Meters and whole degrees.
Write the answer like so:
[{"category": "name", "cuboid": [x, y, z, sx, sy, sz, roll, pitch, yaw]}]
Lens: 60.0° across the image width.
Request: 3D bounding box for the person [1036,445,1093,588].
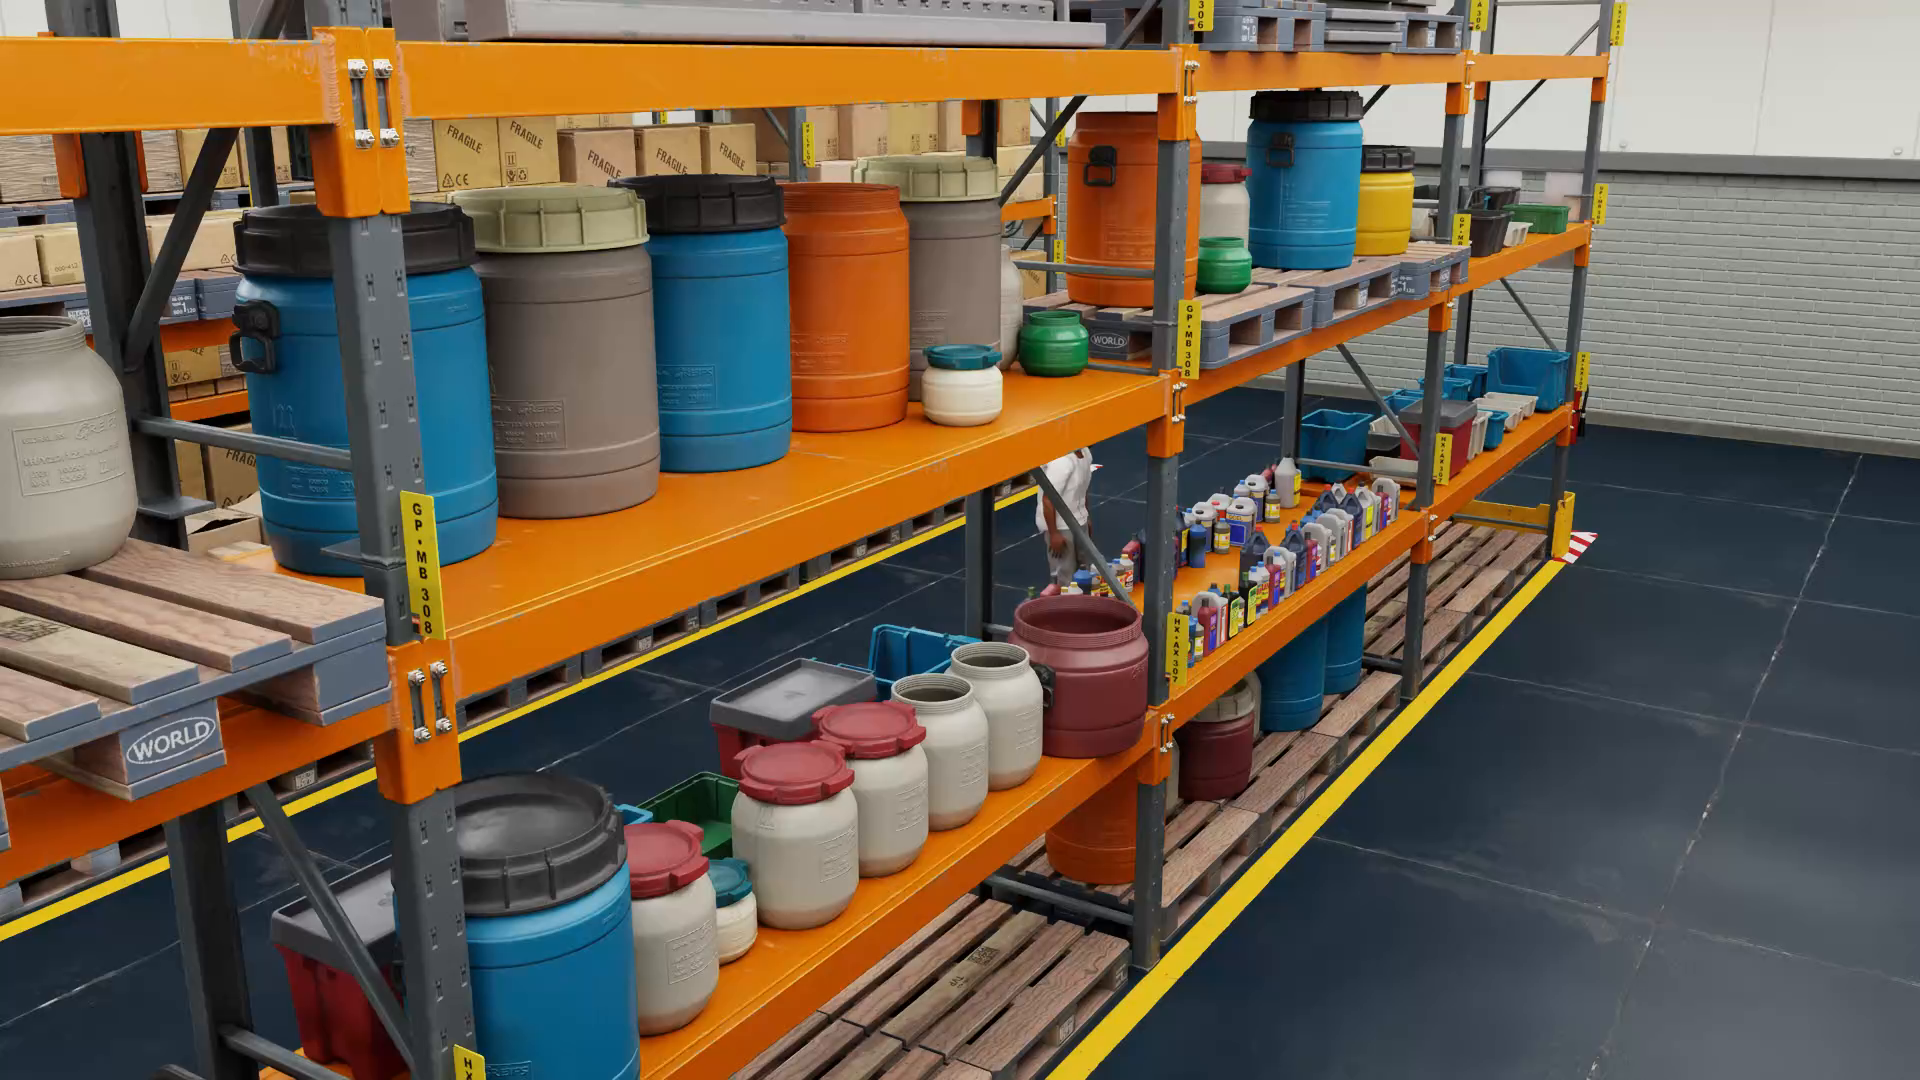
[{"category": "person", "cuboid": [0.787, -0.097, 11.839, 0.460, 1.759, 0.629, 9, 18, 27]}]
